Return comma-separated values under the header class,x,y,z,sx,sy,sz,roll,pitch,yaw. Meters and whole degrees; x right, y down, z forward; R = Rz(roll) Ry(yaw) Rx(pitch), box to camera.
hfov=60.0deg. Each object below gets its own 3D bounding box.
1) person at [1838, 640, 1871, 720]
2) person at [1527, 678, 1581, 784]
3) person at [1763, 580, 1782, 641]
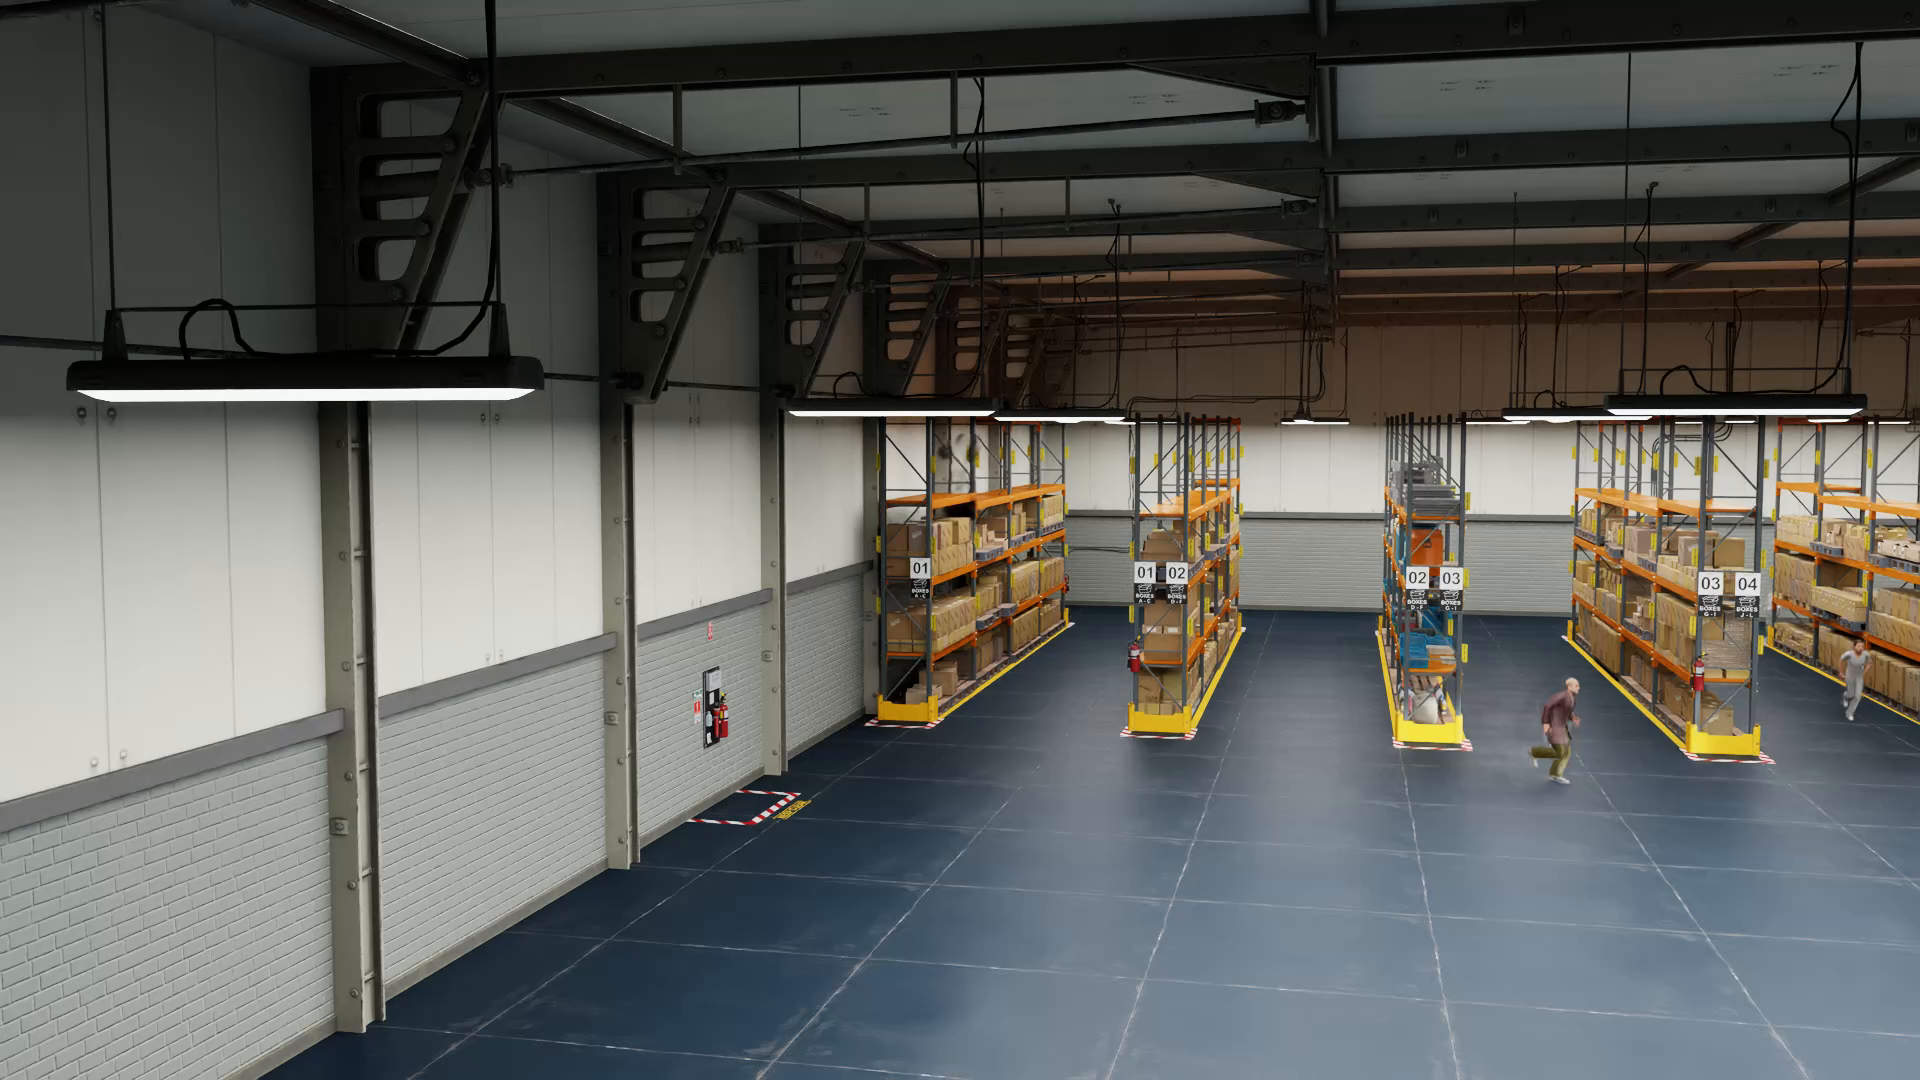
class,x,y,z,sx,sy,sz,roll,pitch,yaw
person,17.580,2.732,32.724,0.553,1.604,0.736,1,4,8
person,9.623,3.121,26.959,0.810,1.608,0.706,3,5,37
person,21.856,1.897,44.537,0.729,1.689,0.658,0,4,-4
